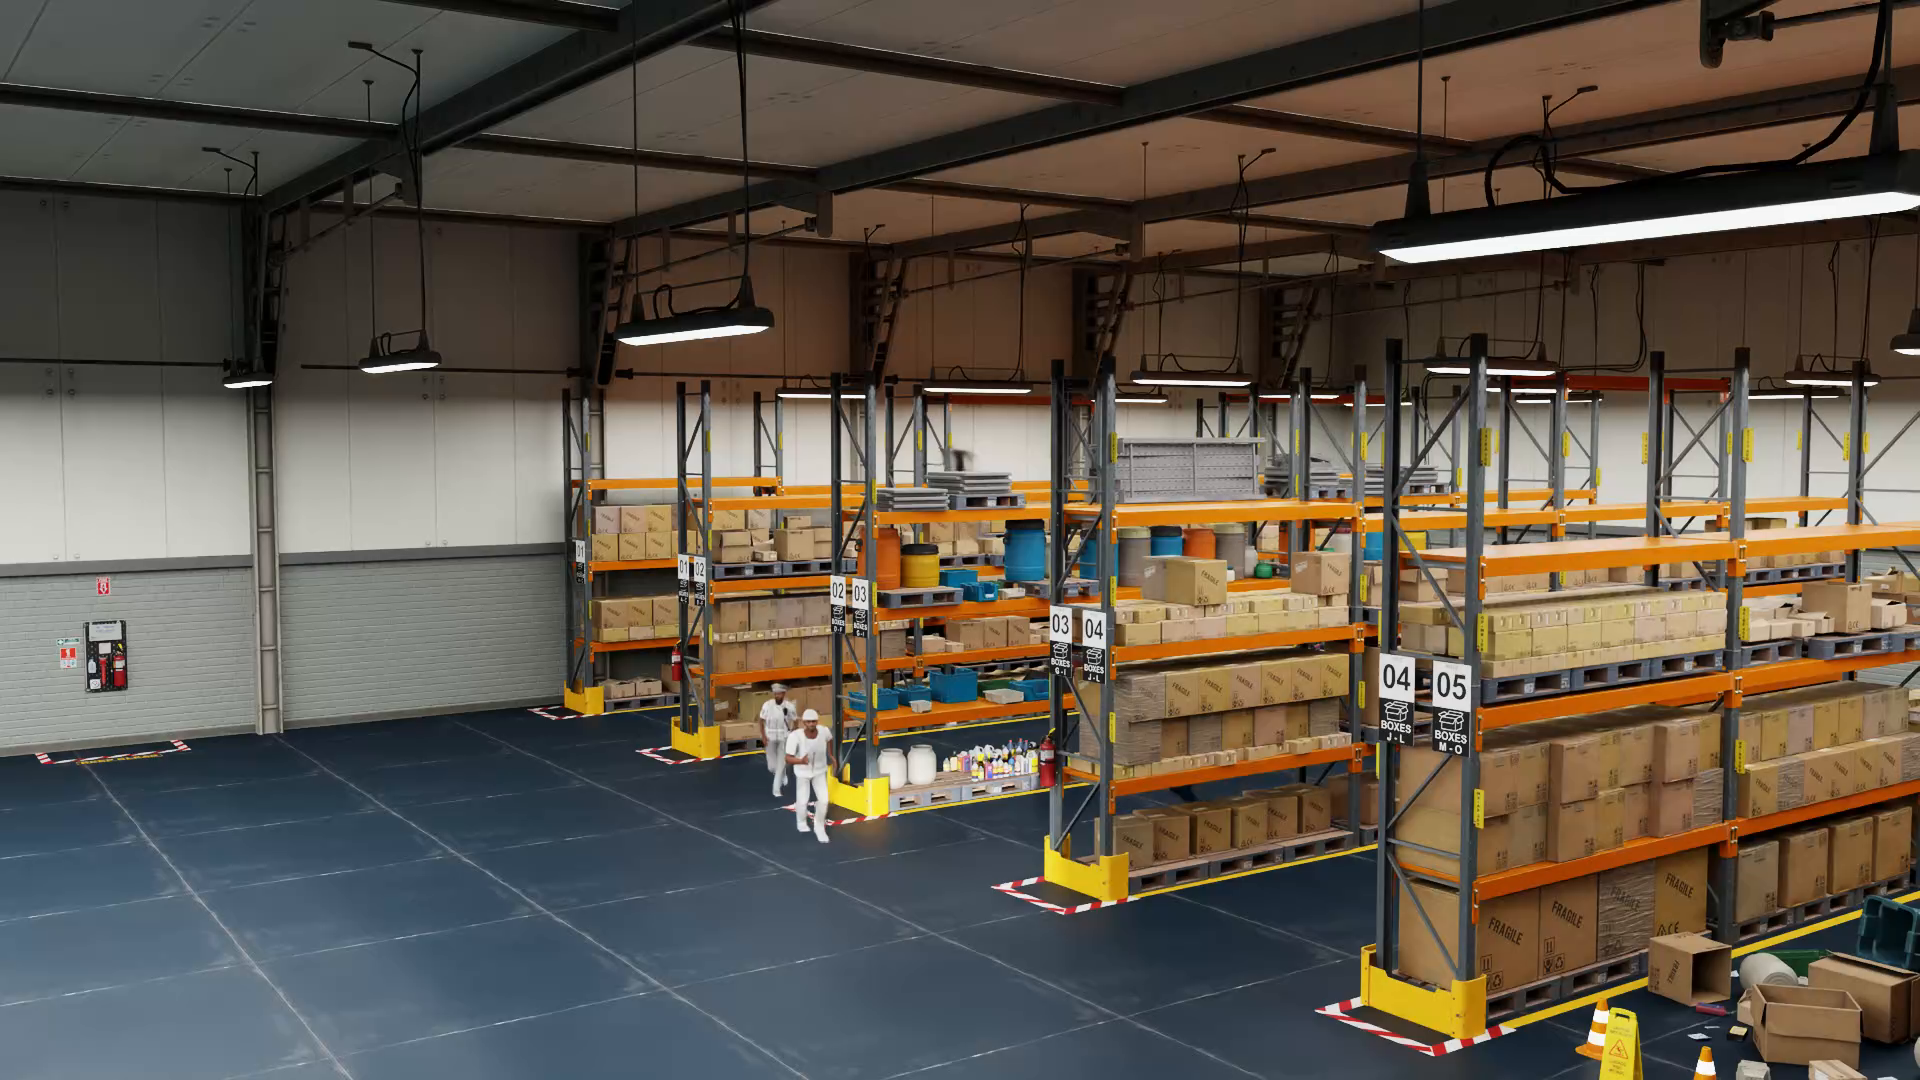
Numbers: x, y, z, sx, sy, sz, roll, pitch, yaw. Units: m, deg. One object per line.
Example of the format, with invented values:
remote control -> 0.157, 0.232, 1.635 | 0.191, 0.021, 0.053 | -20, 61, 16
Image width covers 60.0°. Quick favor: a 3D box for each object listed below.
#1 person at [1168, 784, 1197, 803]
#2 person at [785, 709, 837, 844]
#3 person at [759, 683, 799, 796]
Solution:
person -> 2.962, 3.003, 21.991 | 0.597, 1.501, 0.562 | -1, 4, -17
person -> -1.878, 2.972, 21.039 | 0.715, 1.734, 0.982 | -1, 4, -14
person -> -2.584, 2.830, 23.798 | 0.572, 1.630, 0.532 | 0, 4, 5
